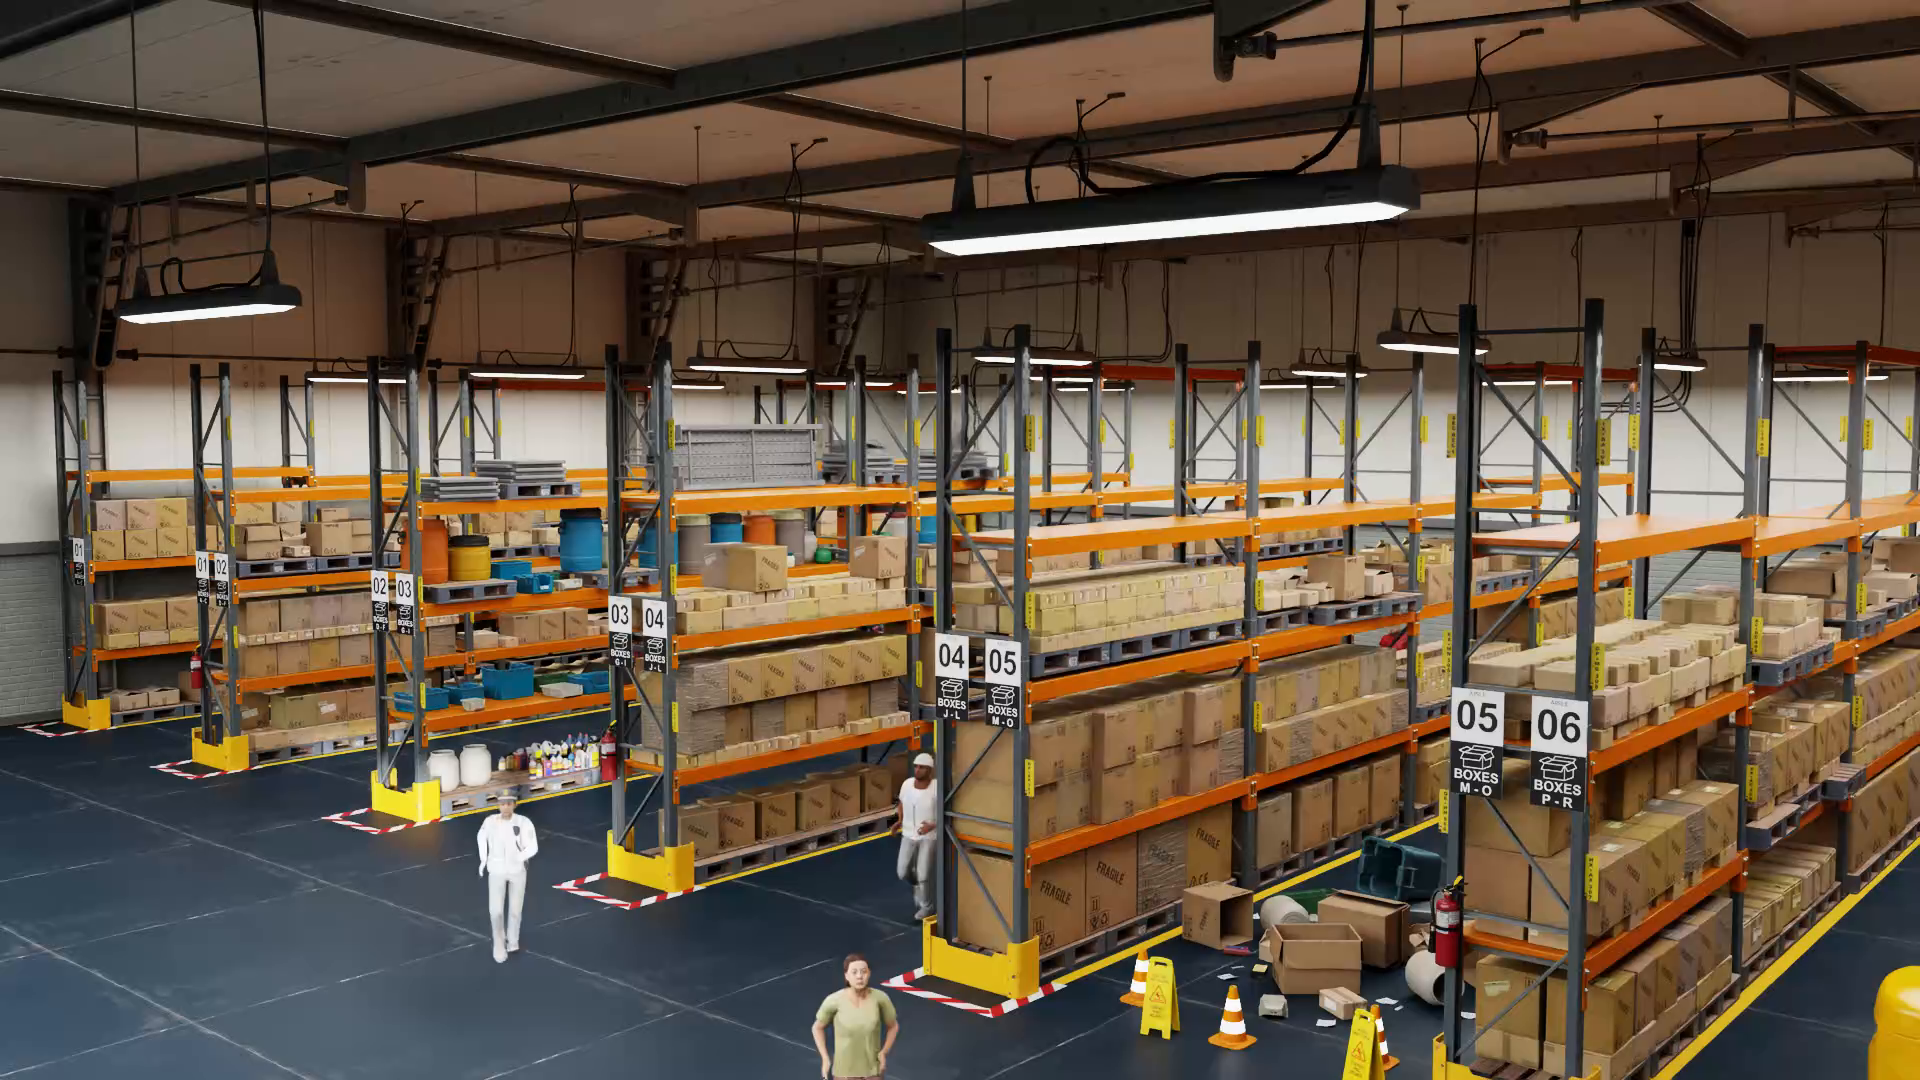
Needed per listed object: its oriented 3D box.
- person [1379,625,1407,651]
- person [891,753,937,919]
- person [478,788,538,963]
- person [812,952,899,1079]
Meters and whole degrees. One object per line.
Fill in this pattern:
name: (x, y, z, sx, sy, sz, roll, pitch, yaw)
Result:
person: (7.620, 2.242, 29.037, 0.685, 1.665, 0.649, 2, 5, 27)
person: (-0.414, 3.063, 17.185, 0.698, 1.720, 0.576, 2, 5, 26)
person: (-4.313, 3.182, 15.852, 0.577, 1.687, 0.740, -1, 4, -11)
person: (-0.687, 3.555, 11.137, 0.583, 1.626, 0.562, -1, 4, -12)
